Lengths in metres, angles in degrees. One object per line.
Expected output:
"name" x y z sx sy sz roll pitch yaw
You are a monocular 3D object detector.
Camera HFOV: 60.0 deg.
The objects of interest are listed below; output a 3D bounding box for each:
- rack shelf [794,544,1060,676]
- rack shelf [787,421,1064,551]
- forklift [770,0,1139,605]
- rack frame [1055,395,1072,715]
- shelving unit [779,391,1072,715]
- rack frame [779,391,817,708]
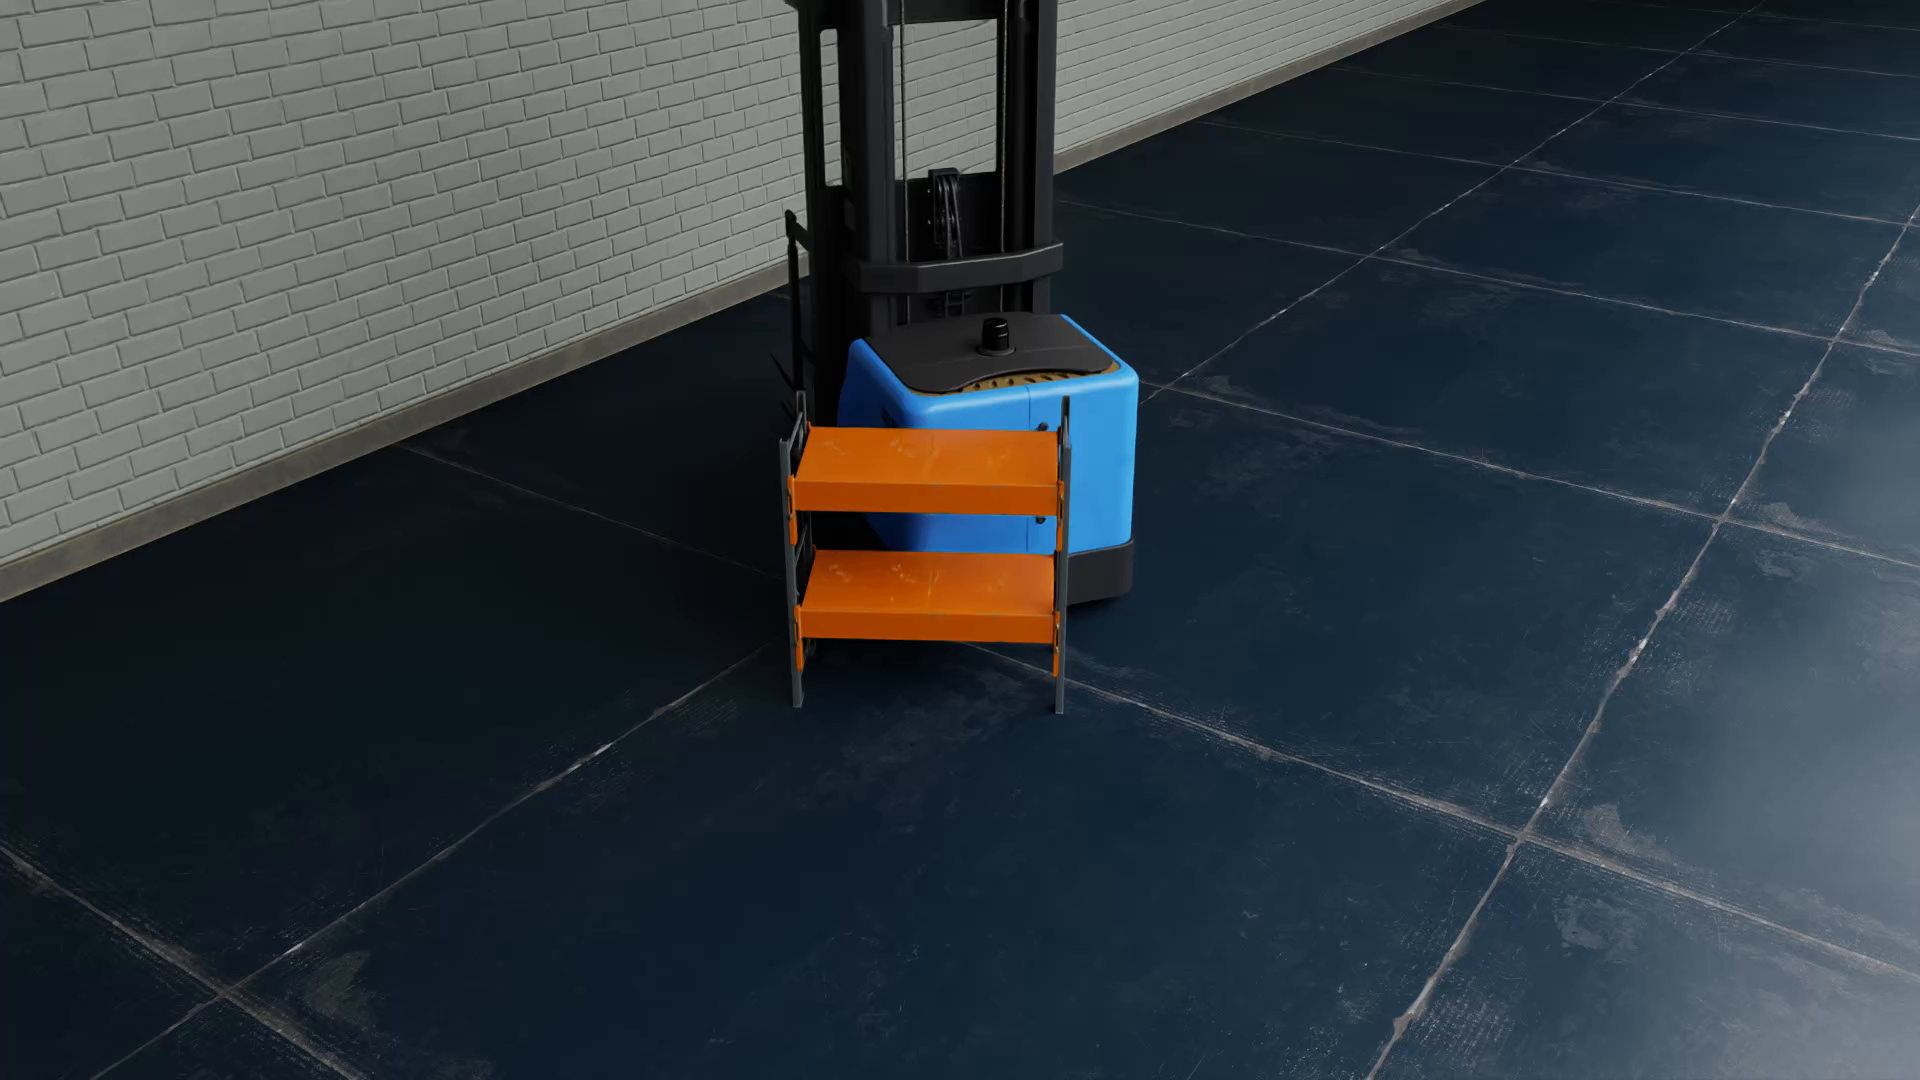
"rack shelf" -0.114 0.268 6.521 1.000 0.278 0.538 1 27 2
"rack shelf" -0.114 -0.210 6.278 1.000 0.278 0.538 1 27 2
"forklift" -0.233 -1.582 7.628 1.130 2.935 3.031 -9 28 -18
"rack frame" 0.394 0.061 6.390 0.032 1.125 0.500 1 27 2
"shelving unit" -0.114 0.050 6.411 1.048 1.125 0.538 1 27 2
"rack frame" -0.622 0.040 6.431 0.032 1.125 0.500 1 27 2
